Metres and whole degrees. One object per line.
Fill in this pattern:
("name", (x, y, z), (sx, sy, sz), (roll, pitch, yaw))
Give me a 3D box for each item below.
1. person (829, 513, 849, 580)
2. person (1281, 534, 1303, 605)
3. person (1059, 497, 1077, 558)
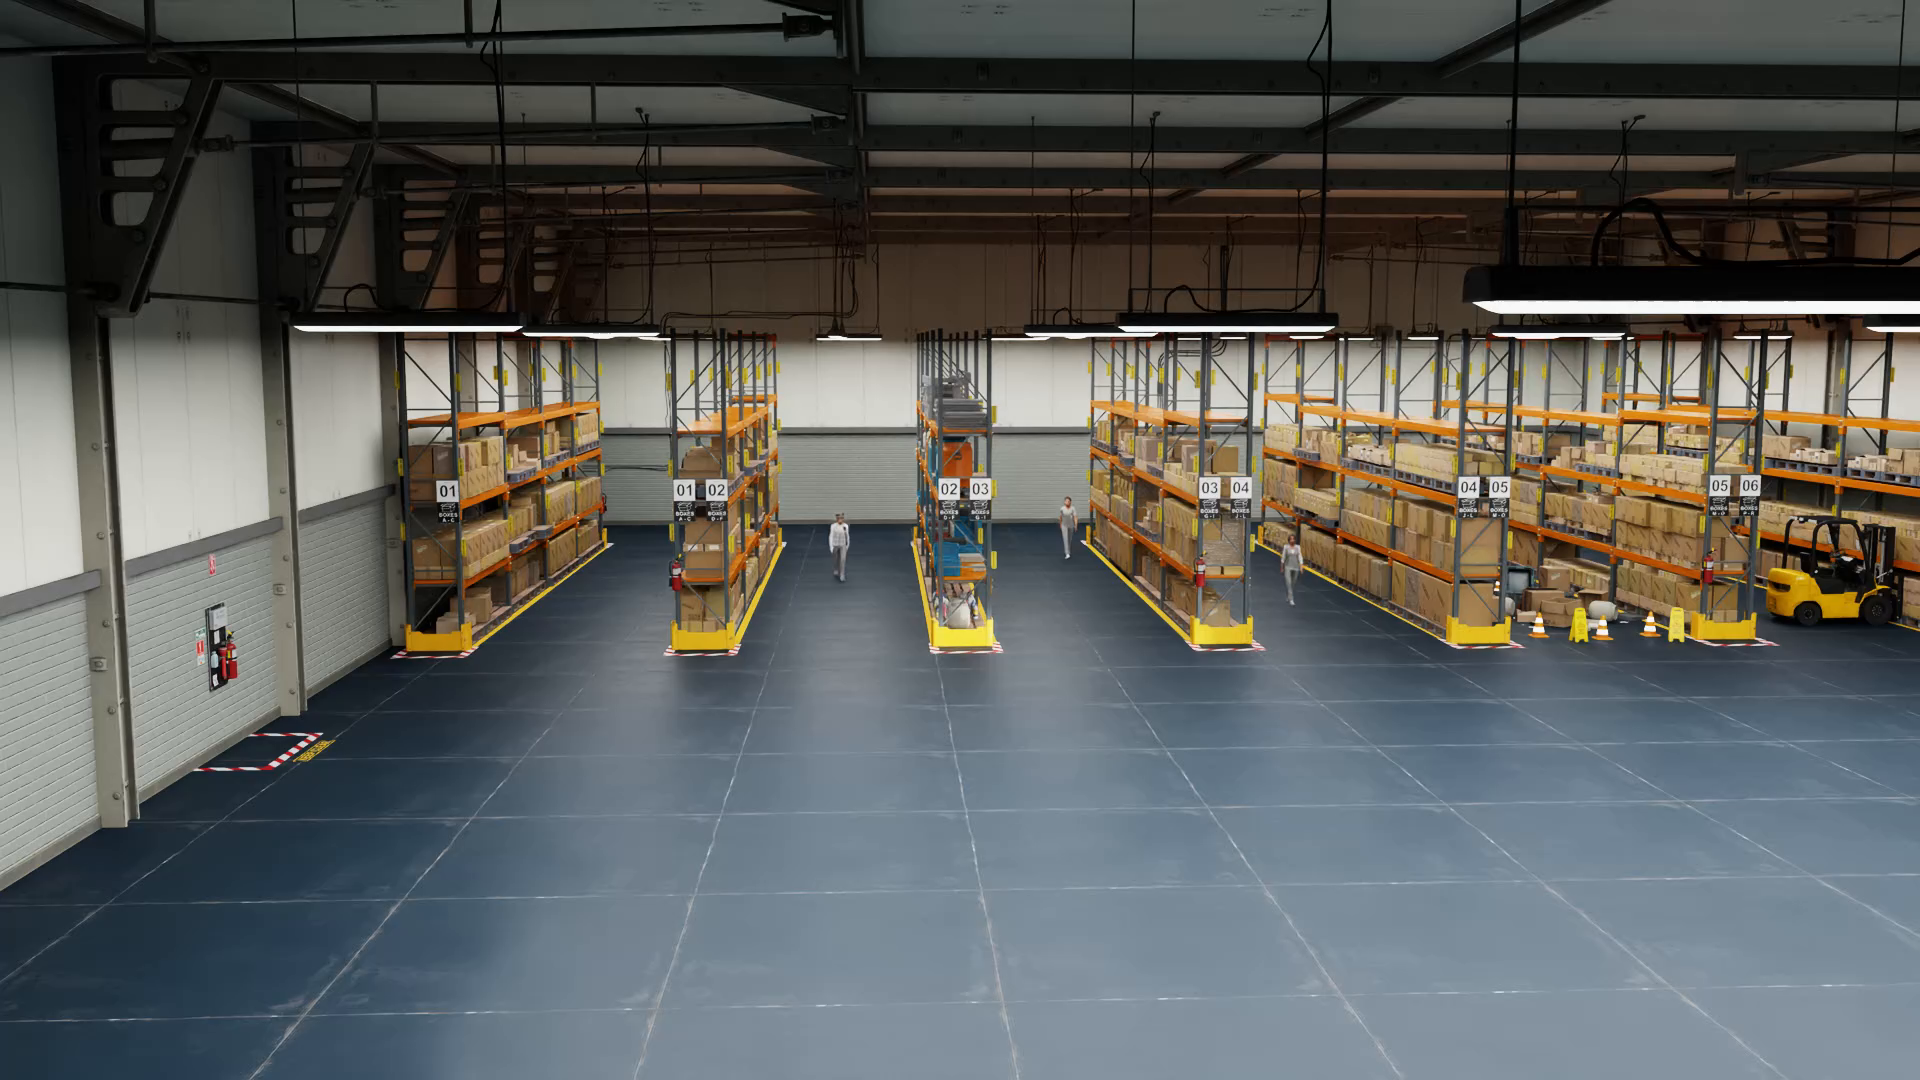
("person", (-2.939, 0.131, 40.496), (0.485, 1.609, 1.049), (0, 7, -3))
("person", (7.297, 0.642, 36.457), (0.434, 1.547, 0.946), (0, 7, -2))
("person", (2.911, -0.358, 44.681), (0.464, 1.610, 1.058), (-1, 7, -5))
